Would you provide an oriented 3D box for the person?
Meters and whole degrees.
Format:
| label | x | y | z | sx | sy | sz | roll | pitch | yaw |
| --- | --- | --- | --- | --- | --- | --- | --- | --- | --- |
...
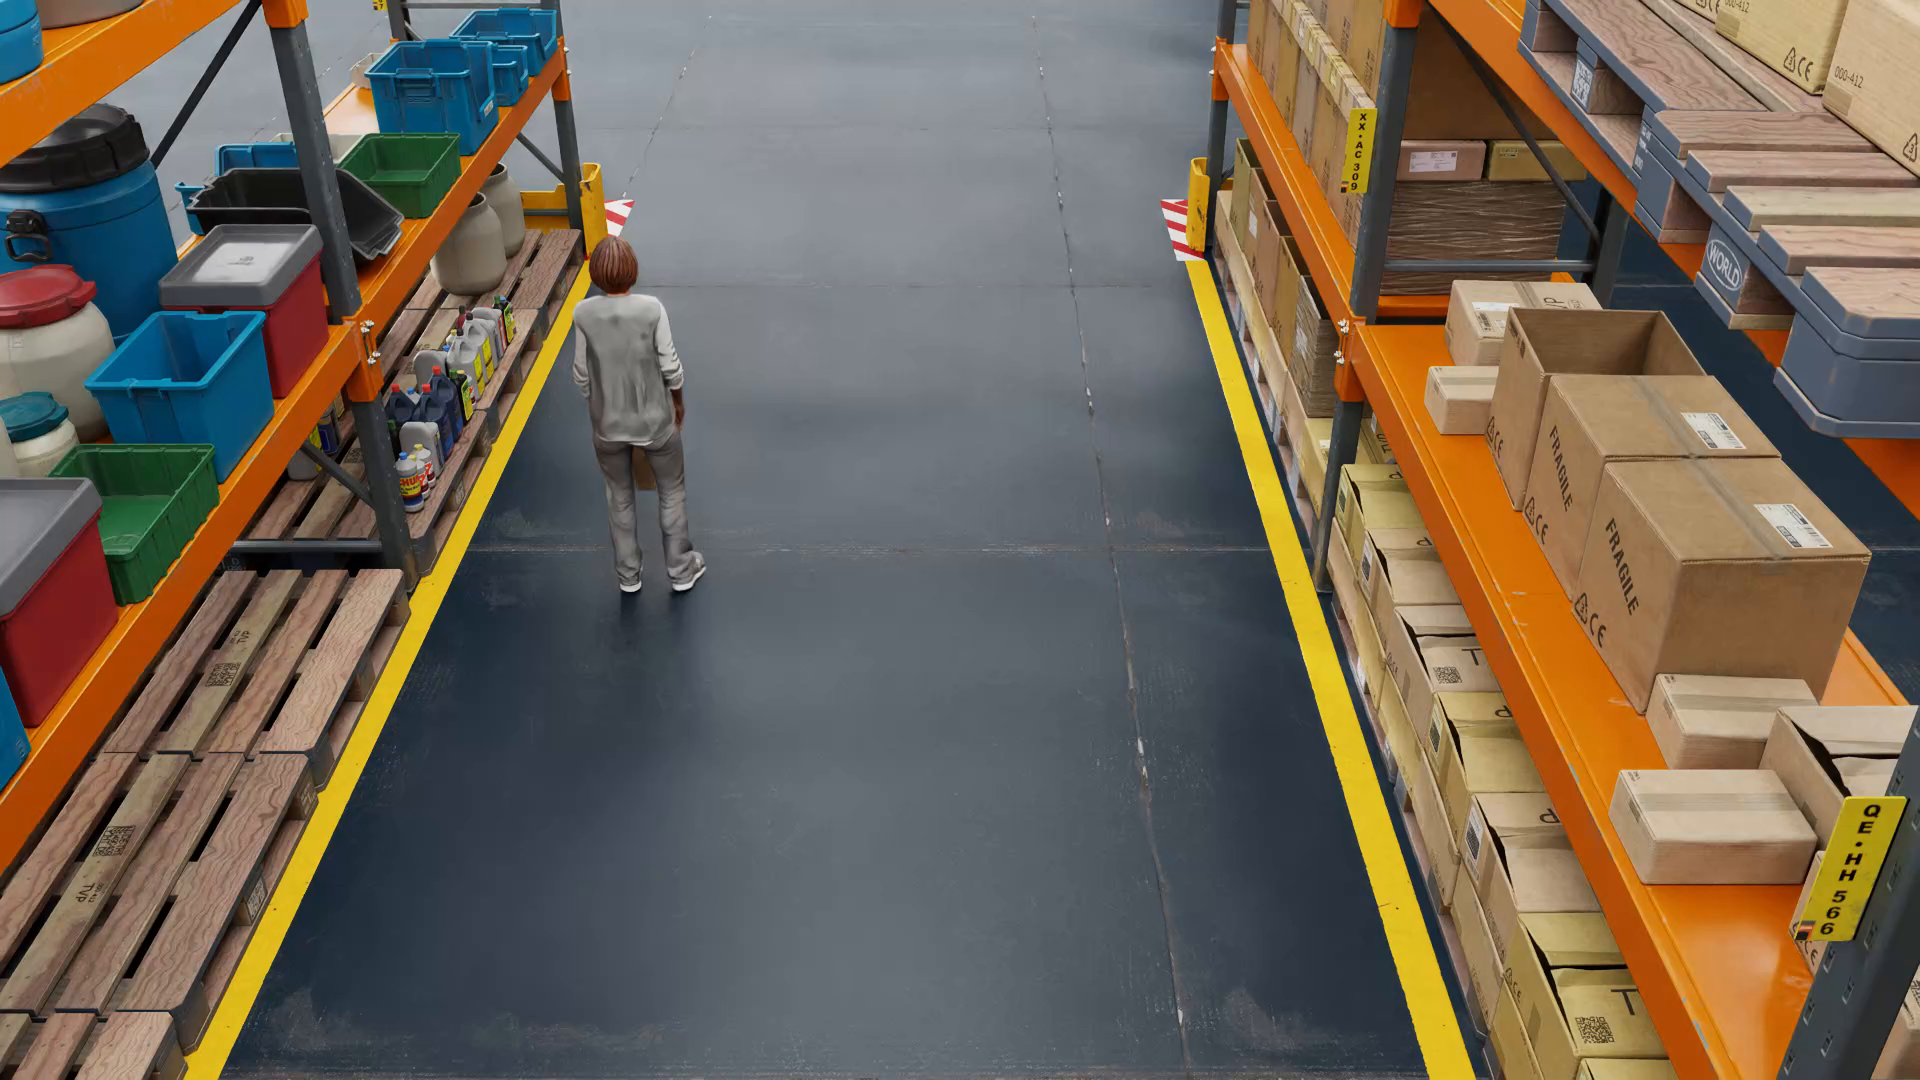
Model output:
| label | x | y | z | sx | sy | sz | roll | pitch | yaw |
| --- | --- | --- | --- | --- | --- | --- | --- | --- | --- |
| person | -1.357 | -0.491 | 6.927 | 0.450 | 1.599 | 0.336 | -1 | 32 | -1 |
